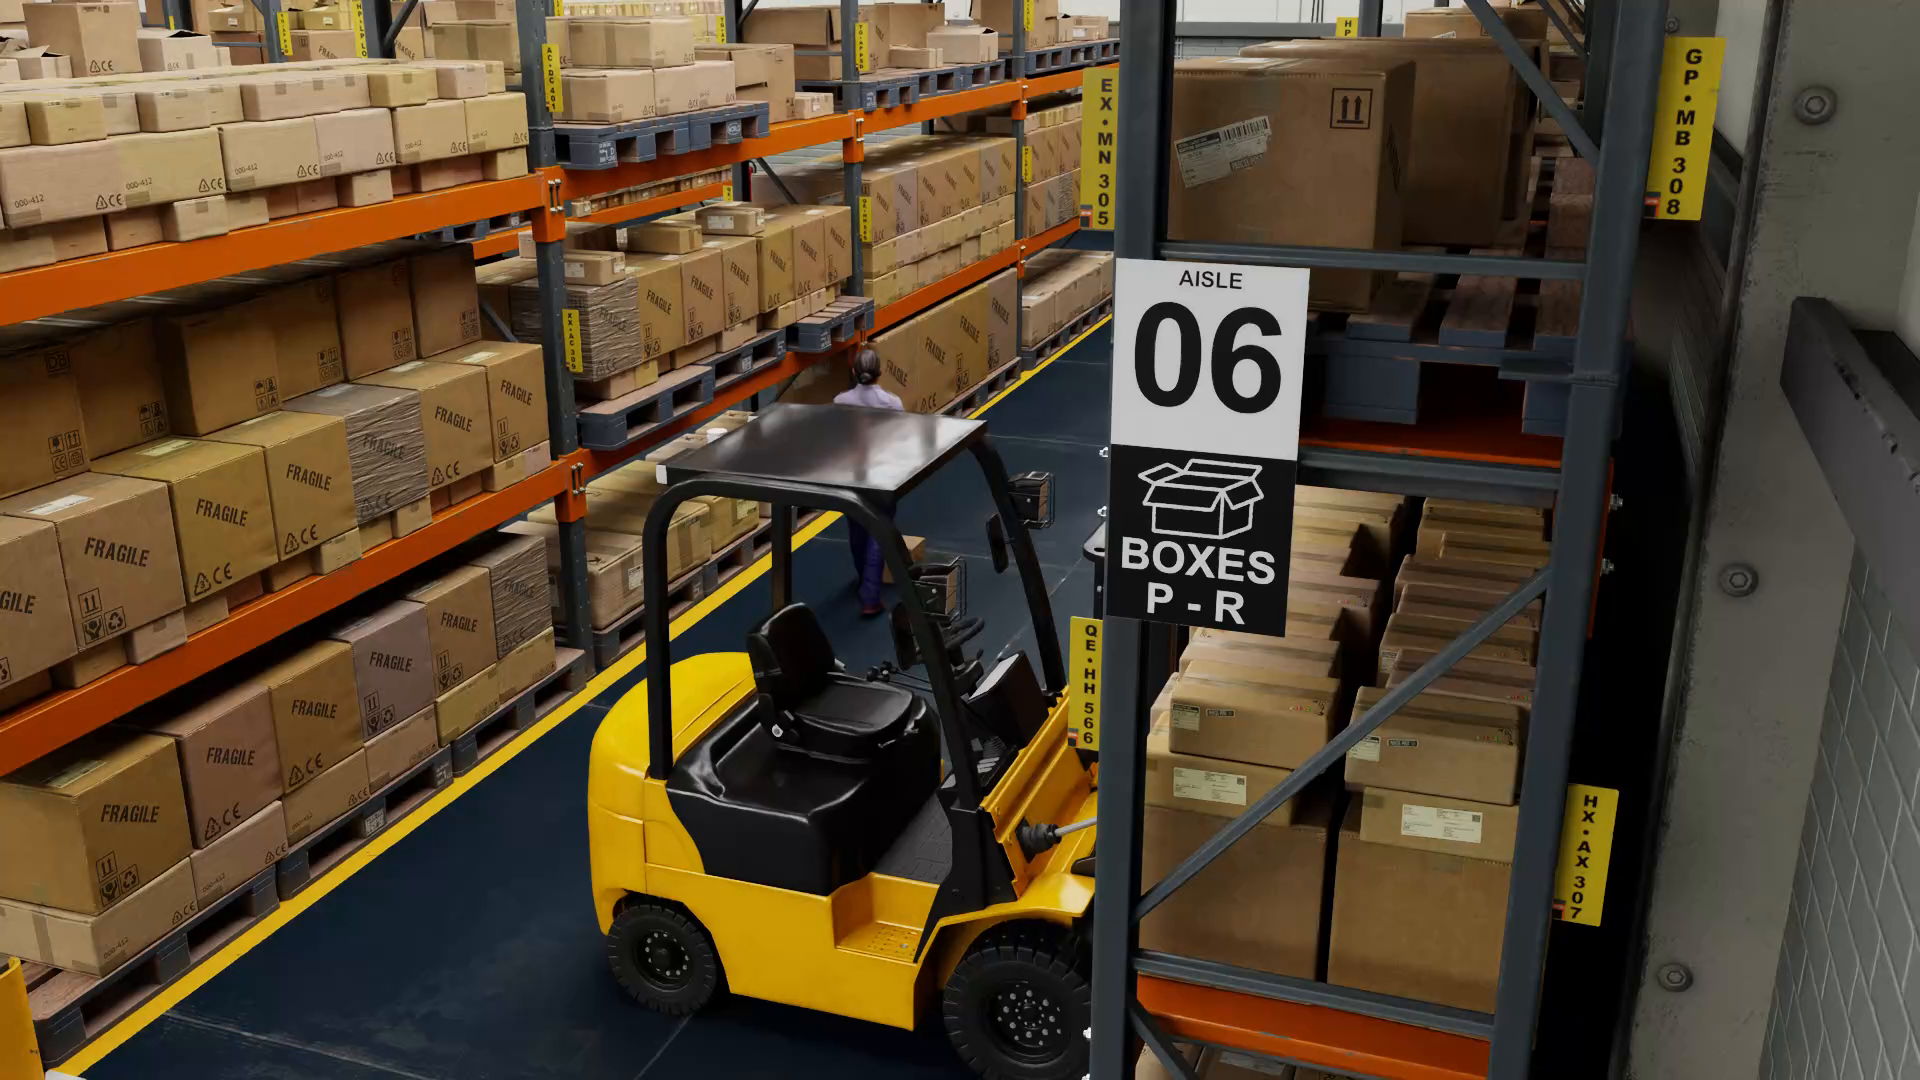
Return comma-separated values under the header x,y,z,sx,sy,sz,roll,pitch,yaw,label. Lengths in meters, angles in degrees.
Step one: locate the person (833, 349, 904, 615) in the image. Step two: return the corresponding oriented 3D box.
x,y,z,sx,sy,sz,roll,pitch,yaw,label
-0.519,-0.406,10.305,0.486,1.585,0.893,4,19,13,person
